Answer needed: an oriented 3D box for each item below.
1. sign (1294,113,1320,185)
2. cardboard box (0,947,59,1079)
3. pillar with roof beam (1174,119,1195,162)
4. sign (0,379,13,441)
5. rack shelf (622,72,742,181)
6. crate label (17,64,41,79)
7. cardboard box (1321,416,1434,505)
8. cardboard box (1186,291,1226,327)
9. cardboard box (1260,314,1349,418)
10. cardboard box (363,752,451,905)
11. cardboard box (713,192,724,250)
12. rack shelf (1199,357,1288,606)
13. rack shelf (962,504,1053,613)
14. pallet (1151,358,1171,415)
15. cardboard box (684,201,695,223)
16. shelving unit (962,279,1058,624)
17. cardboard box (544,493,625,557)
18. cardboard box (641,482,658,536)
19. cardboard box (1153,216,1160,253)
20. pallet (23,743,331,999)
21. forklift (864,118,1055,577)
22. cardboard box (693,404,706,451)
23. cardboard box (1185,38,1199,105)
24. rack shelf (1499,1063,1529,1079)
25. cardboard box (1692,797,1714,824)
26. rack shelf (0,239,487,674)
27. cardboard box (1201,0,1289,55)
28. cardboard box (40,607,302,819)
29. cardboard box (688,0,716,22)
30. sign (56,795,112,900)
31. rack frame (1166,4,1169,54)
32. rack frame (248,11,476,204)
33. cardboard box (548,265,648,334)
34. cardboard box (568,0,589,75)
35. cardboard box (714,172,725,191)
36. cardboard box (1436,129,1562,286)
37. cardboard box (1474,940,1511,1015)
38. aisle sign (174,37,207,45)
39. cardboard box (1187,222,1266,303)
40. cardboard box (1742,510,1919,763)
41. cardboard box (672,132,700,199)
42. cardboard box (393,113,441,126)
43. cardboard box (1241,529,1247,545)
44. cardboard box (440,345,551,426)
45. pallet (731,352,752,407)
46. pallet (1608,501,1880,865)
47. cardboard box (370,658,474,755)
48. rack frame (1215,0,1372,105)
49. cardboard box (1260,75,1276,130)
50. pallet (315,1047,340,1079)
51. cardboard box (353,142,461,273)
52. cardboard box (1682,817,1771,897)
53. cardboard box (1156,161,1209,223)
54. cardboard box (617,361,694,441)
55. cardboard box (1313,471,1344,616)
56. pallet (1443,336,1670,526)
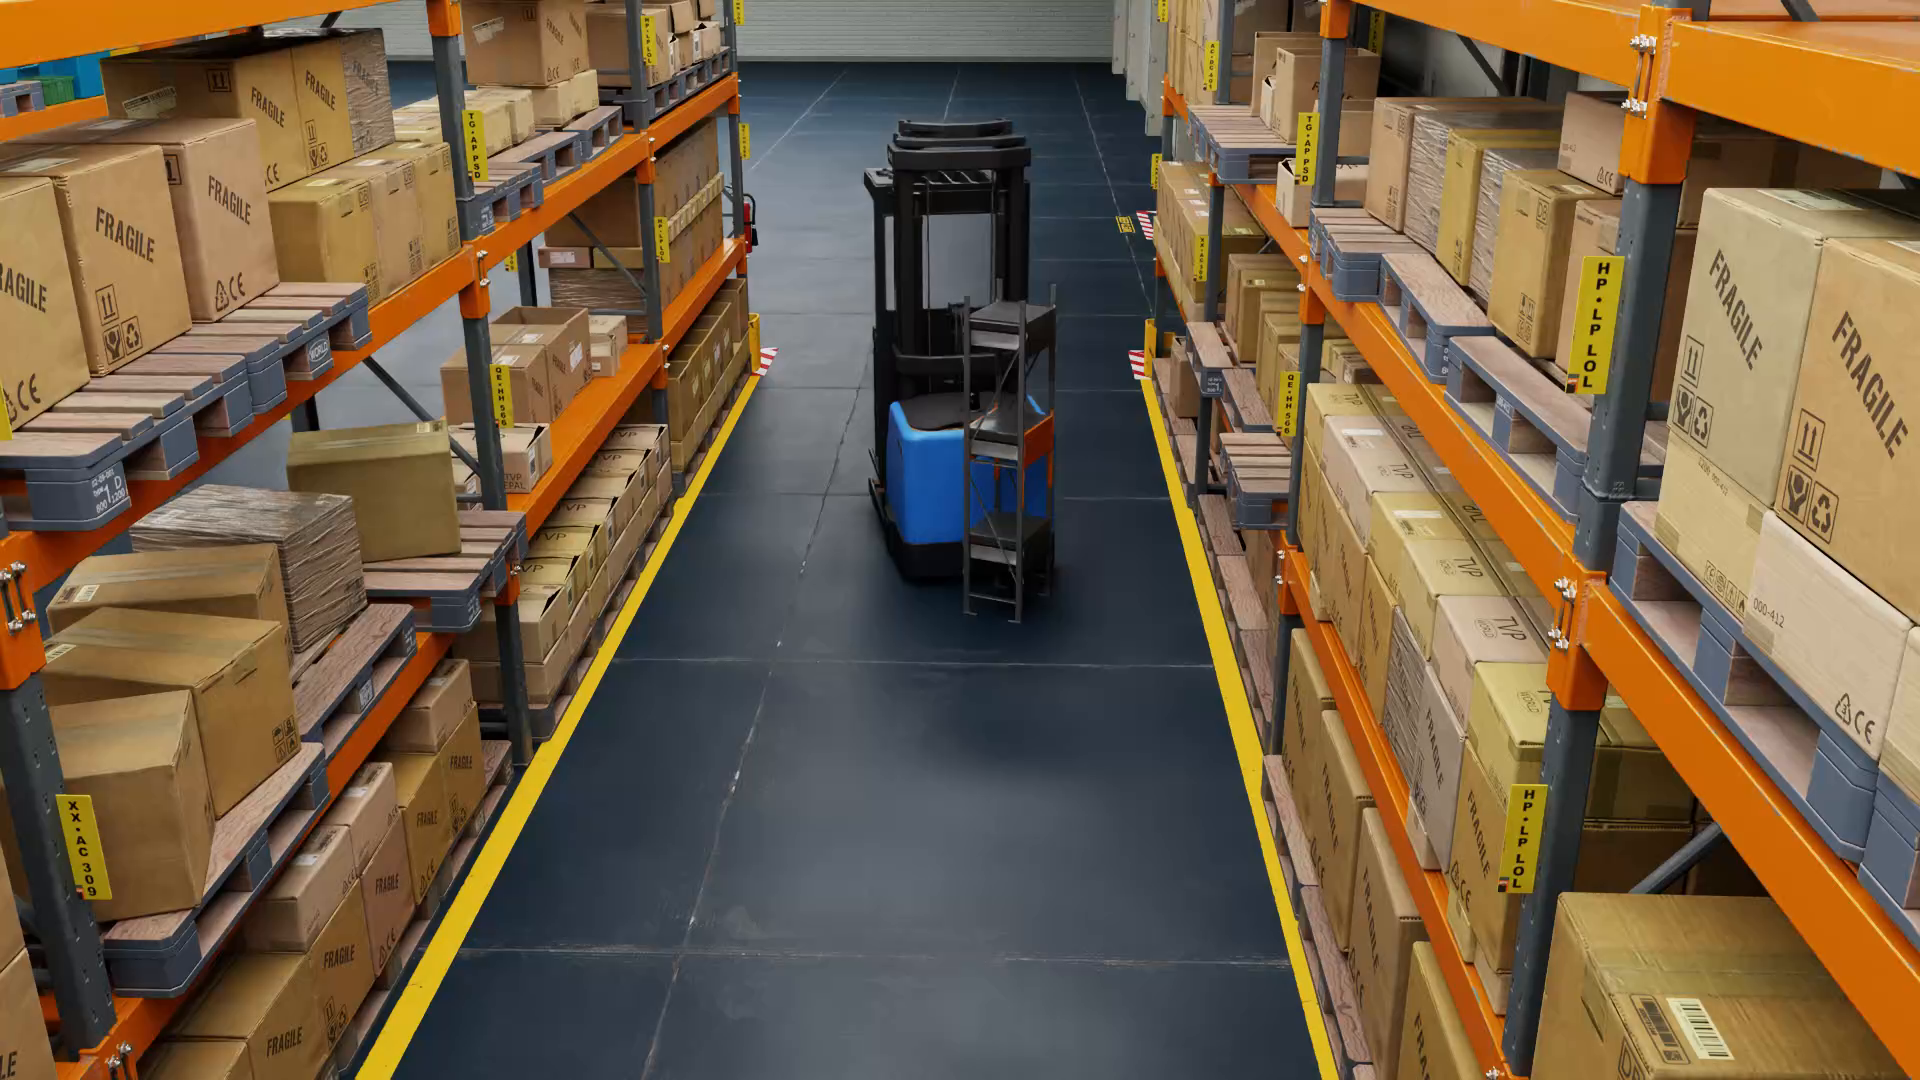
[{"bbox_3d":[1.601,-1.801,7.662,0.100,0.325,0.005,1,21,2],"label":"sign"},{"bbox_3d":[-2.688,1.375,4.200,0.500,0.500,0.500,1,21,3],"label":"cardboard box"},{"bbox_3d":[-0.708,-9.968,25.278,9.100,9.000,0.400,1,21,2],"label":"pillar with roof beam"},{"bbox_3d":[-2.387,-0.398,4.046,0.100,0.325,0.005,1,21,2],"label":"sign"},{"bbox_3d":[-2.626,-3.440,13.597,1.077,0.370,4.000,1,21,2],"label":"rack shelf"},{"bbox_3d":[-7.903,-3.812,13.766,0.502,0.251,0.408,1,21,2],"label":"crate label"},{"bbox_3d":[1.856,-0.343,7.153,0.500,0.250,0.500,0,21,1],"label":"cardboard box"},{"bbox_3d":[1.977,-1.715,12.482,0.500,0.250,0.500,1,21,2],"label":"cardboard box"},{"bbox_3d":[2.163,-1.027,9.783,0.700,0.500,0.500,1,21,2],"label":"cardboard box"},{"bbox_3d":[-2.618,1.280,7.430,0.500,0.500,0.500,0,21,0],"label":"cardboard box"},{"bbox_3d":[-2.592,-2.978,15.420,0.700,0.500,0.500,1,21,2],"label":"cardboard box"},{"bbox_3d":[2.204,-0.543,10.275,1.077,0.370,4.000,1,21,2],"label":"rack shelf"},{"bbox_3d":[0.312,0.114,10.806,0.431,0.518,0.480,10,23,23],"label":"rack shelf"},{"bbox_3d":[2.324,-1.426,15.414,1.003,0.211,1.213,1,21,2],"label":"pallet"},{"bbox_3d":[-2.431,-2.748,13.931,0.380,0.149,0.250,0,21,1],"label":"cardboard box"},{"bbox_3d":[0.312,-0.552,10.548,0.431,2.100,0.503,10,23,23],"label":"shelving unit"},{"bbox_3d":[-2.458,-0.130,10.662,0.500,0.311,0.500,0,21,1],"label":"cardboard box"},{"bbox_3d":[-2.426,-0.232,11.701,0.500,0.250,0.500,0,21,1],"label":"cardboard box"},{"bbox_3d":[2.055,-2.814,15.314,0.500,0.250,0.500,0,21,0],"label":"cardboard box"},{"bbox_3d":[-2.796,1.040,5.467,1.003,0.211,1.213,1,21,2],"label":"pallet"},{"bbox_3d":[-0.096,-1.613,12.133,1.130,2.935,3.031,-3,21,-8],"label":"forklift"},{"bbox_3d":[-2.349,-0.913,13.456,0.500,0.250,0.500,1,21,2],"label":"cardboard box"},{"bbox_3d":[2.040,-3.624,12.910,0.500,0.500,0.500,0,21,0],"label":"cardboard box"},{"bbox_3d":[1.961,2.350,2.820,1.077,0.370,4.000,1,21,2],"label":"rack shelf"},{"bbox_3d":[2.296,0.584,4.764,0.500,0.250,0.500,1,21,3],"label":"cardboard box"},{"bbox_3d":[-2.869,-0.548,6.142,1.077,0.370,4.000,1,21,2],"label":"rack shelf"},{"bbox_3d":[2.009,-3.706,11.738,0.500,0.500,0.500,-1,21,-3],"label":"cardboard box"},{"bbox_3d":[-2.734,0.578,5.674,0.700,0.500,0.500,4,22,10],"label":"cardboard box"},{"bbox_3d":[-2.586,-4.600,14.675,0.797,0.503,0.637,2,21,5],"label":"cardboard box"},{"bbox_3d":[-2.387,0.838,4.526,0.100,0.325,0.005,1,21,2],"label":"sign"},{"bbox_3d":[2.387,-5.844,14.651,1.000,3.000,0.127,1,21,2],"label":"rack frame"},{"bbox_3d":[-2.808,-3.005,7.333,1.000,3.000,0.127,1,21,2],"label":"rack frame"},{"bbox_3d":[-2.679,-1.861,12.541,0.700,0.500,0.500,0,21,0],"label":"cardboard box"},{"bbox_3d":[-2.745,-3.306,10.845,0.500,0.500,0.500,1,21,2],"label":"cardboard box"},{"bbox_3d":[-2.386,-3.309,15.376,0.380,0.149,0.250,0,21,1],"label":"cardboard box"},{"bbox_3d":[2.193,-1.237,6.177,0.700,0.500,0.500,2,21,4],"label":"cardboard box"},{"bbox_3d":[1.749,1.274,4.919,0.380,0.149,0.250,1,21,2],"label":"cardboard box"},{"bbox_3d":[-7.217,-4.391,15.605,0.394,0.787,0.004,1,21,2],"label":"aisle sign"},{"bbox_3d":[1.970,-2.064,12.346,0.500,0.500,0.500,1,21,1],"label":"cardboard box"},{"bbox_3d":[1.708,0.152,2.833,0.500,0.250,0.500,0,21,0],"label":"cardboard box"},{"bbox_3d":[-2.618,-3.192,14.176,0.700,0.500,0.500,1,21,2],"label":"cardboard box"},{"bbox_3d":[-2.853,-2.087,8.740,0.500,0.250,0.500,1,21,3],"label":"cardboard box"},{"bbox_3d":[2.294,-0.187,11.212,0.700,0.500,0.500,0,21,1],"label":"cardboard box"},{"bbox_3d":[-2.773,-0.861,9.964,0.500,0.500,0.500,0,21,-1],"label":"cardboard box"},{"bbox_3d":[-2.546,-1.524,15.664,1.003,0.211,1.213,1,21,2],"label":"pallet"},{"bbox_3d":[1.986,0.230,3.265,1.003,0.211,1.213,1,21,2],"label":"pallet"},{"bbox_3d":[-2.599,0.764,7.724,0.500,0.250,0.500,1,21,4],"label":"cardboard box"},{"bbox_3d":[2.265,-4.398,10.923,1.000,3.000,0.127,1,21,2],"label":"rack frame"},{"bbox_3d":[2.150,-2.734,10.325,0.500,0.311,0.500,1,21,3],"label":"cardboard box"},{"bbox_3d":[-2.943,2.244,5.954,1.003,0.211,1.213,1,21,2],"label":"pallet"},{"bbox_3d":[-2.788,-1.495,7.450,0.910,0.500,0.500,1,21,2],"label":"cardboard box"},{"bbox_3d":[2.288,0.933,4.900,0.500,0.500,0.500,0,21,0],"label":"cardboard box"},{"bbox_3d":[2.072,-3.167,15.187,0.500,0.500,0.500,1,21,2],"label":"cardboard box"},{"bbox_3d":[-2.359,-1.082,12.855,0.500,0.500,0.500,1,21,2],"label":"cardboard box"},{"bbox_3d":[1.848,0.013,7.273,0.500,0.500,0.500,1,21,3],"label":"cardboard box"},{"bbox_3d":[2.000,-0.350,4.902,0.805,0.209,1.217,0,21,-1],"label":"pallet"}]
